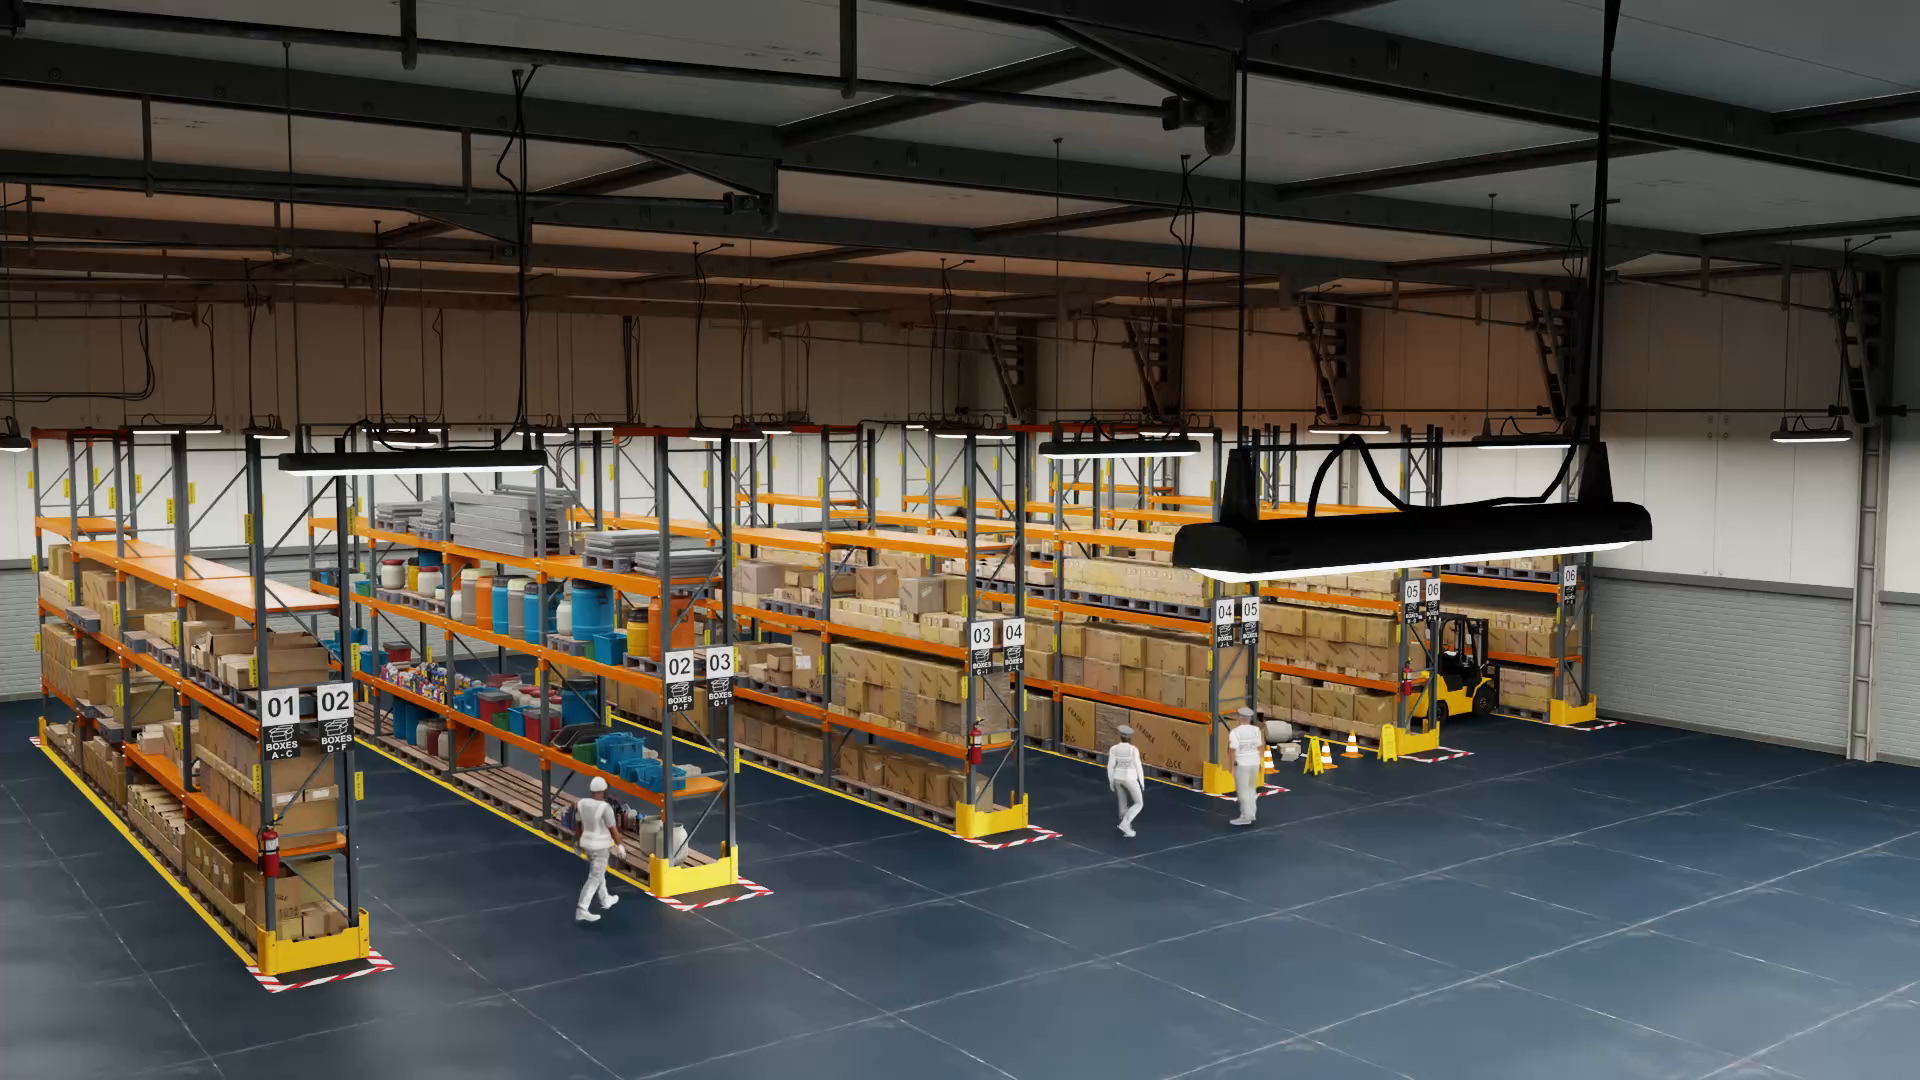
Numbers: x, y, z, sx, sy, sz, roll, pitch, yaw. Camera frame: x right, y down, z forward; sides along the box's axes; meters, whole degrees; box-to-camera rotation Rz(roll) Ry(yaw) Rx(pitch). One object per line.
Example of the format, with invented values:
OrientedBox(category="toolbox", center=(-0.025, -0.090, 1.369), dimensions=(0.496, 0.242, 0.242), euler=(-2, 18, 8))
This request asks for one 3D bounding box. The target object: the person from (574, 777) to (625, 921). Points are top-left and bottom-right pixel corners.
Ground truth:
OrientedBox(category="person", center=(-4.530, 3.825, 20.798), dimensions=(0.650, 1.760, 0.921), euler=(4, 6, 42))

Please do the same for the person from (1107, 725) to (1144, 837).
OrientedBox(category="person", center=(2.455, 3.565, 24.533), dimensions=(0.497, 1.684, 0.504), euler=(4, 6, 39))

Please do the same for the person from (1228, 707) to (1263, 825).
OrientedBox(category="person", center=(4.369, 3.462, 25.448), dimensions=(0.612, 1.806, 0.434), euler=(-3, 5, -30))
